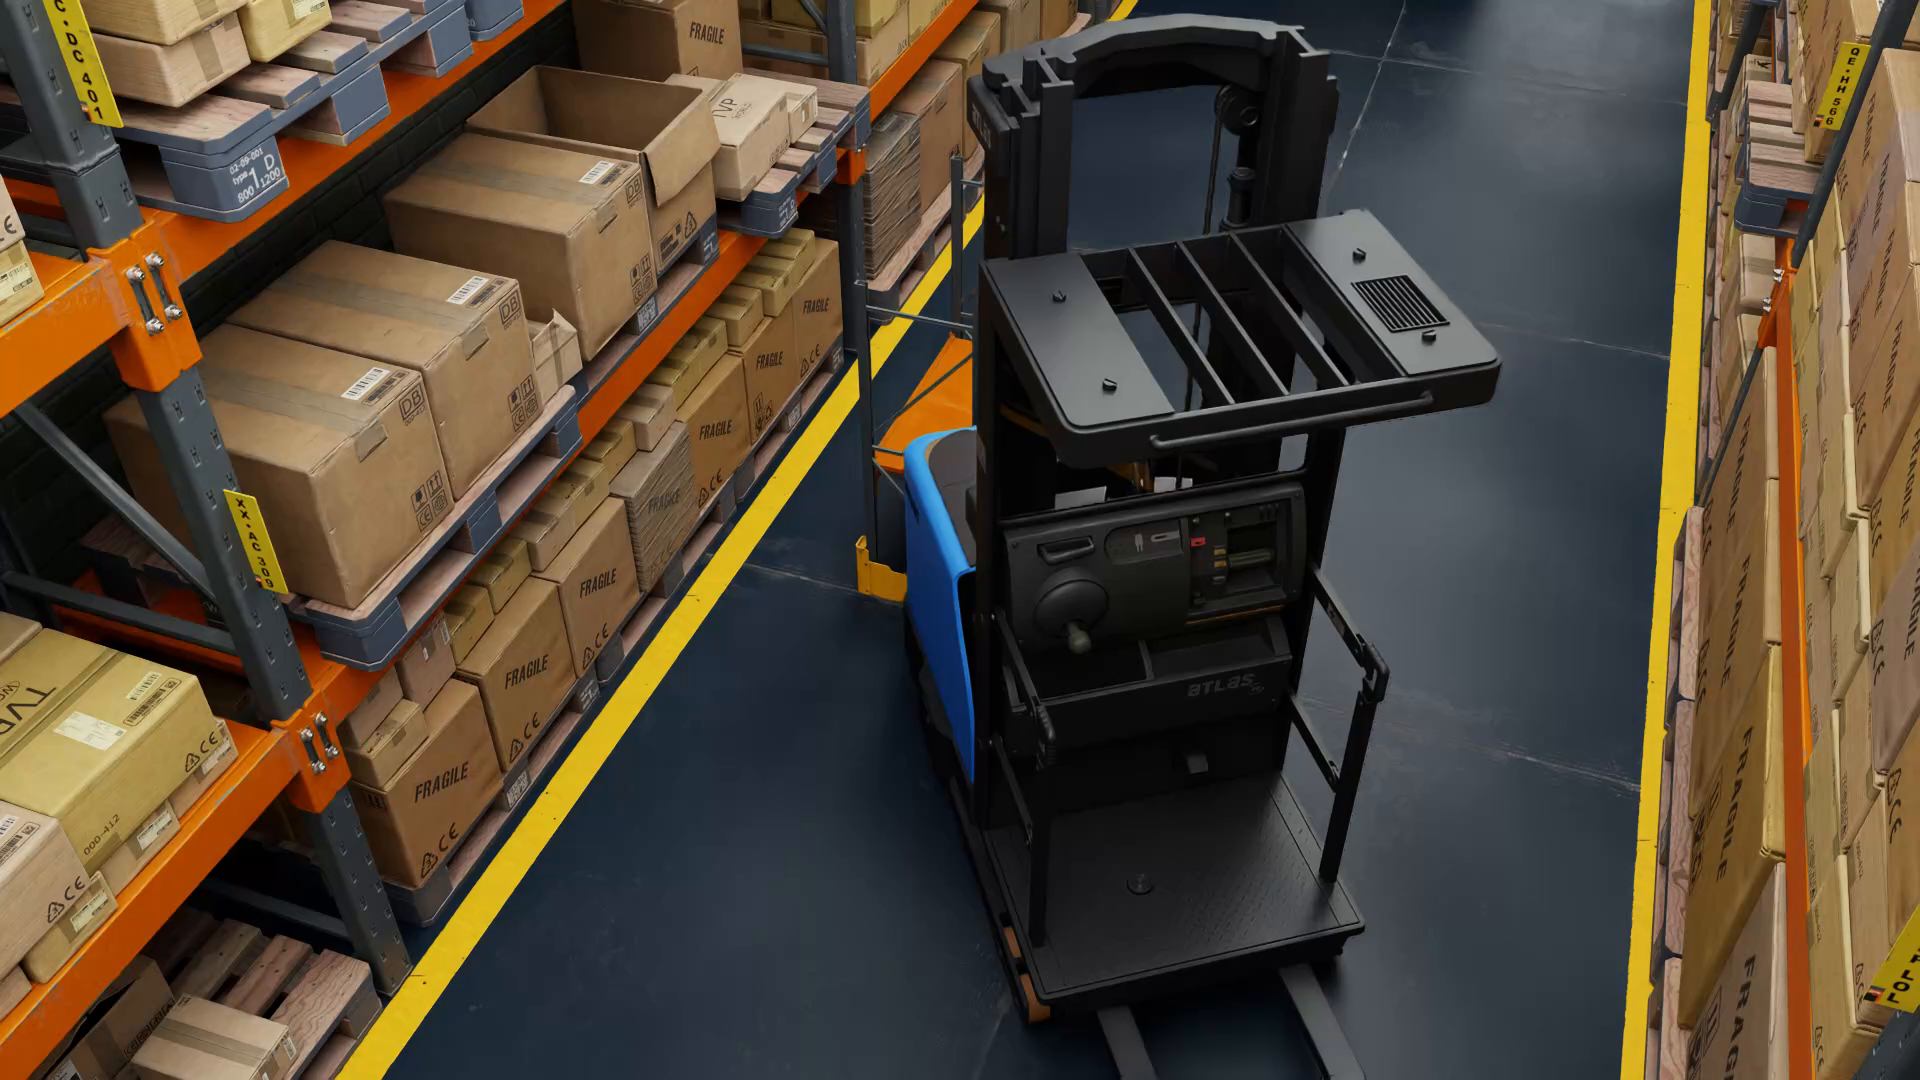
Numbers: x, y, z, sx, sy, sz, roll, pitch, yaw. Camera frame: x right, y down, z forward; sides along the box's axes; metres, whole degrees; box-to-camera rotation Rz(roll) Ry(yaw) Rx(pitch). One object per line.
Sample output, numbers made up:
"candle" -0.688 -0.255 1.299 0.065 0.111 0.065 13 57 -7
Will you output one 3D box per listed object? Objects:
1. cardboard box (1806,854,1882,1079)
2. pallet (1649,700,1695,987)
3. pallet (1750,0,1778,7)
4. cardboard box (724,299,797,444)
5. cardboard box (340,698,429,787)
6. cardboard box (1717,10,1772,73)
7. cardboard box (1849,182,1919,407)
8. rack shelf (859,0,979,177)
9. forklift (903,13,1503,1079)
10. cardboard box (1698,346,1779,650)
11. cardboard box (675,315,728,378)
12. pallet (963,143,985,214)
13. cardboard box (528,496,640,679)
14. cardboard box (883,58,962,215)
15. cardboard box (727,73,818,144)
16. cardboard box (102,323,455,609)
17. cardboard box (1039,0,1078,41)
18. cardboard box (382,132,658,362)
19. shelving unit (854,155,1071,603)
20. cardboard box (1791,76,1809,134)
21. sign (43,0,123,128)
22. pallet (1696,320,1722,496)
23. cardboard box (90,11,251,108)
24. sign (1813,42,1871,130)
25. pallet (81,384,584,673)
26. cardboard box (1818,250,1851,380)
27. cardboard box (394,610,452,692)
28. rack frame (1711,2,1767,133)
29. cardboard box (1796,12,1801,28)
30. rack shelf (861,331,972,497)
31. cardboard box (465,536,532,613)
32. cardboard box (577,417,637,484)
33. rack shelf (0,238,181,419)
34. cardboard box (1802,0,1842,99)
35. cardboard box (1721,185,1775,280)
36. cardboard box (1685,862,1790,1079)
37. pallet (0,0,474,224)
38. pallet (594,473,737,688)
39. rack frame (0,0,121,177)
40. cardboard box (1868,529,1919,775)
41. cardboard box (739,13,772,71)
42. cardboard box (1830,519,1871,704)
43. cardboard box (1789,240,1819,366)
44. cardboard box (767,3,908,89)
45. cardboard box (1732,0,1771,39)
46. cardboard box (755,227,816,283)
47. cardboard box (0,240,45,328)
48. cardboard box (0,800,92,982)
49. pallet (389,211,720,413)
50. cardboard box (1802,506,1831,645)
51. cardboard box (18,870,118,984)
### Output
"cardboard box" 2.264 1.048 3.826 0.500 0.250 0.500 12 42 14
"pallet" 2.956 1.147 5.743 1.003 0.211 1.213 13 42 15
"pallet" 4.685 -3.052 8.664 1.003 0.211 1.213 13 42 15
"cardboard box" -1.074 -0.819 7.501 0.500 0.500 0.500 13 42 14
"cardboard box" -1.945 0.606 5.331 0.380 0.149 0.250 15 43 17
"cardboard box" 5.033 -3.093 10.359 0.500 0.250 0.500 15 43 17
"cardboard box" 2.965 -0.674 4.882 0.500 0.500 0.500 14 43 16
"rack shelf" -0.266 -3.165 9.203 1.077 0.370 4.000 13 42 15
"forklift" 0.648 0.169 4.793 1.130 2.935 3.031 -10 41 -11
"cardboard box" 3.401 -0.068 6.332 0.875 0.875 0.875 13 42 15
"cardboard box" -1.210 -0.842 7.028 0.380 0.149 0.250 14 43 16
"pallet" -0.213 -2.393 9.892 1.003 0.211 1.213 13 42 15
"cardboard box" -1.594 0.137 6.381 0.500 0.500 0.500 12 42 14
"cardboard box" -0.508 -2.253 9.085 0.875 0.625 0.625 15 43 16
"cardboard box" -0.814 -1.797 6.915 0.380 0.149 0.250 14 42 16
"cardboard box" -1.943 -0.222 4.799 0.700 0.500 0.500 14 43 16
"cardboard box" 0.250 -3.594 10.657 0.875 0.625 0.625 15 43 17
"cardboard box" -1.497 -1.017 5.730 0.700 0.500 0.500 13 42 15
"shelving unit" 0.026 -0.617 6.818 0.587 1.500 1.083 13 42 15
"cardboard box" 3.674 -1.779 6.894 0.380 0.149 0.250 13 42 15
"sign" -1.806 -1.001 3.403 0.100 0.325 0.005 13 42 15
"pallet" 3.984 -0.535 7.714 1.003 0.211 1.213 13 42 15
"cardboard box" -1.842 -1.116 3.729 0.380 0.149 0.250 14 42 16
"sign" 3.202 -1.644 6.035 0.100 0.325 0.005 13 42 15
"pallet" -1.942 -0.169 5.285 1.003 0.211 1.213 13 42 15
"cardboard box" 3.132 -0.683 5.470 0.500 0.250 0.500 14 42 16
"cardboard box" -1.902 0.323 5.433 0.380 0.149 0.250 11 42 13
"rack frame" 5.083 -3.559 9.110 1.000 3.000 0.127 13 42 15
"cardboard box" 4.062 -2.398 7.620 0.380 0.149 0.250 12 42 14
"rack shelf" 0.029 -0.486 6.941 0.538 0.185 1.000 13 42 15
"cardboard box" -1.765 0.090 5.936 0.380 0.149 0.250 13 42 14
"cardboard box" -1.493 -0.376 6.482 0.380 0.149 0.250 13 42 15
"rack shelf" -3.002 0.573 2.510 1.077 0.370 4.000 13 42 15
"cardboard box" 3.776 -2.087 6.755 0.500 0.500 0.500 13 42 14
"cardboard box" 4.427 -1.535 8.439 0.950 0.372 0.625 15 43 17
"cardboard box" 2.484 1.573 4.409 0.875 0.875 0.875 15 43 16
"pallet" -2.029 -1.231 4.215 1.213 0.211 1.003 13 42 15
"pallet" -1.660 0.031 7.051 1.003 0.211 1.213 13 42 15
"rack frame" -2.318 -2.061 2.733 1.000 3.000 0.127 13 42 15
"cardboard box" 2.434 0.257 3.791 0.500 0.500 0.500 14 42 16
"cardboard box" -1.037 -2.492 7.976 0.500 0.250 0.500 12 42 14
"cardboard box" 2.605 0.241 4.387 0.500 0.250 0.500 14 43 16
"cardboard box" 3.312 -0.819 6.015 0.500 0.250 0.500 13 42 14
"cardboard box" -0.569 -2.378 7.842 0.500 0.250 0.500 13 42 15
"cardboard box" 5.033 -3.378 10.116 0.500 0.500 0.500 13 42 14
"cardboard box" -0.881 -1.317 7.585 0.380 0.149 0.250 11 42 13
"cardboard box" -2.164 -0.540 3.454 0.380 0.149 0.250 13 42 15
"cardboard box" -2.420 0.839 3.842 0.500 0.250 0.500 13 42 15
"pallet" -1.611 -0.958 6.210 1.003 0.211 1.213 13 42 15
"cardboard box" 2.802 0.118 4.916 0.500 0.250 0.500 13 42 15
"cardboard box" -2.325 0.895 4.084 0.380 0.149 0.250 14 43 16
